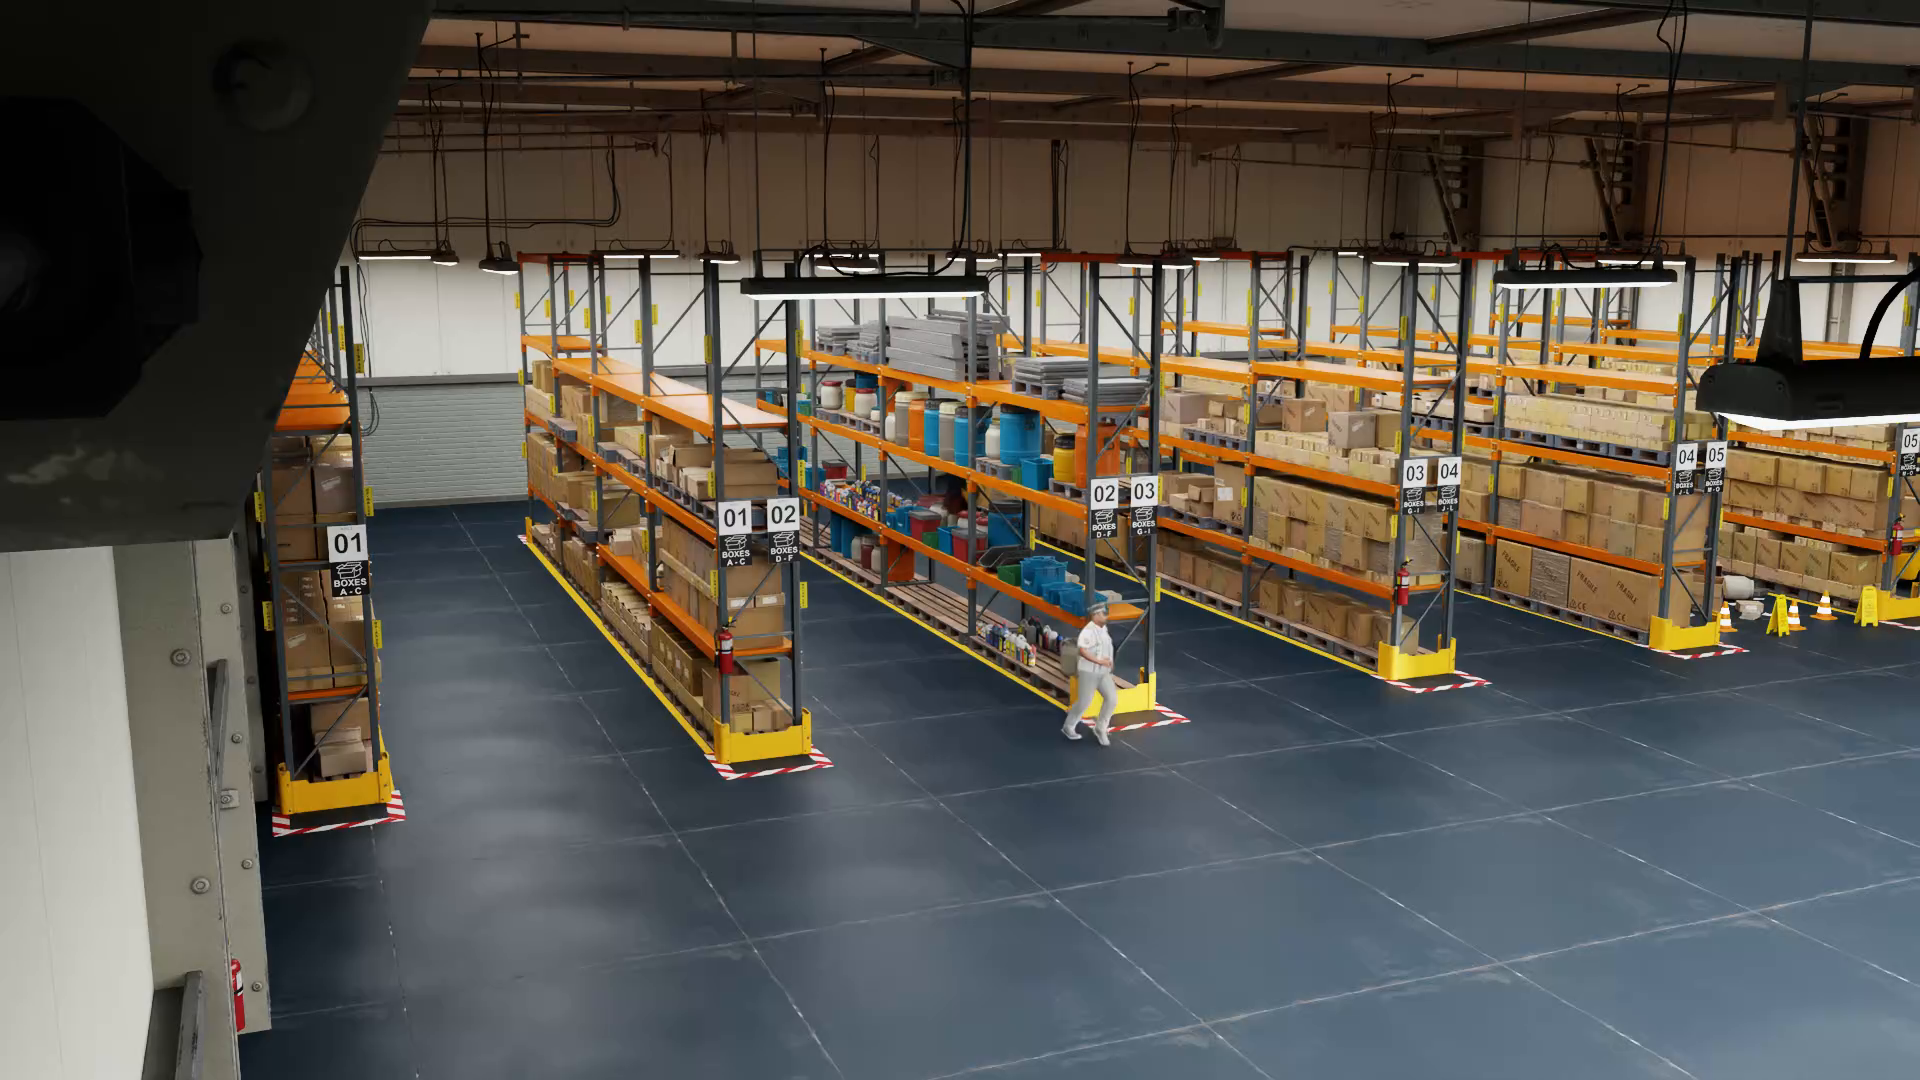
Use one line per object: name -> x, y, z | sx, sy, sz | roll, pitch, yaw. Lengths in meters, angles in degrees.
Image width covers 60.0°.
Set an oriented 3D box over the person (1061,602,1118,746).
person -> 1.709, 1.685, 21.054 | 0.670, 1.821, 0.726 | 8, 13, 36
